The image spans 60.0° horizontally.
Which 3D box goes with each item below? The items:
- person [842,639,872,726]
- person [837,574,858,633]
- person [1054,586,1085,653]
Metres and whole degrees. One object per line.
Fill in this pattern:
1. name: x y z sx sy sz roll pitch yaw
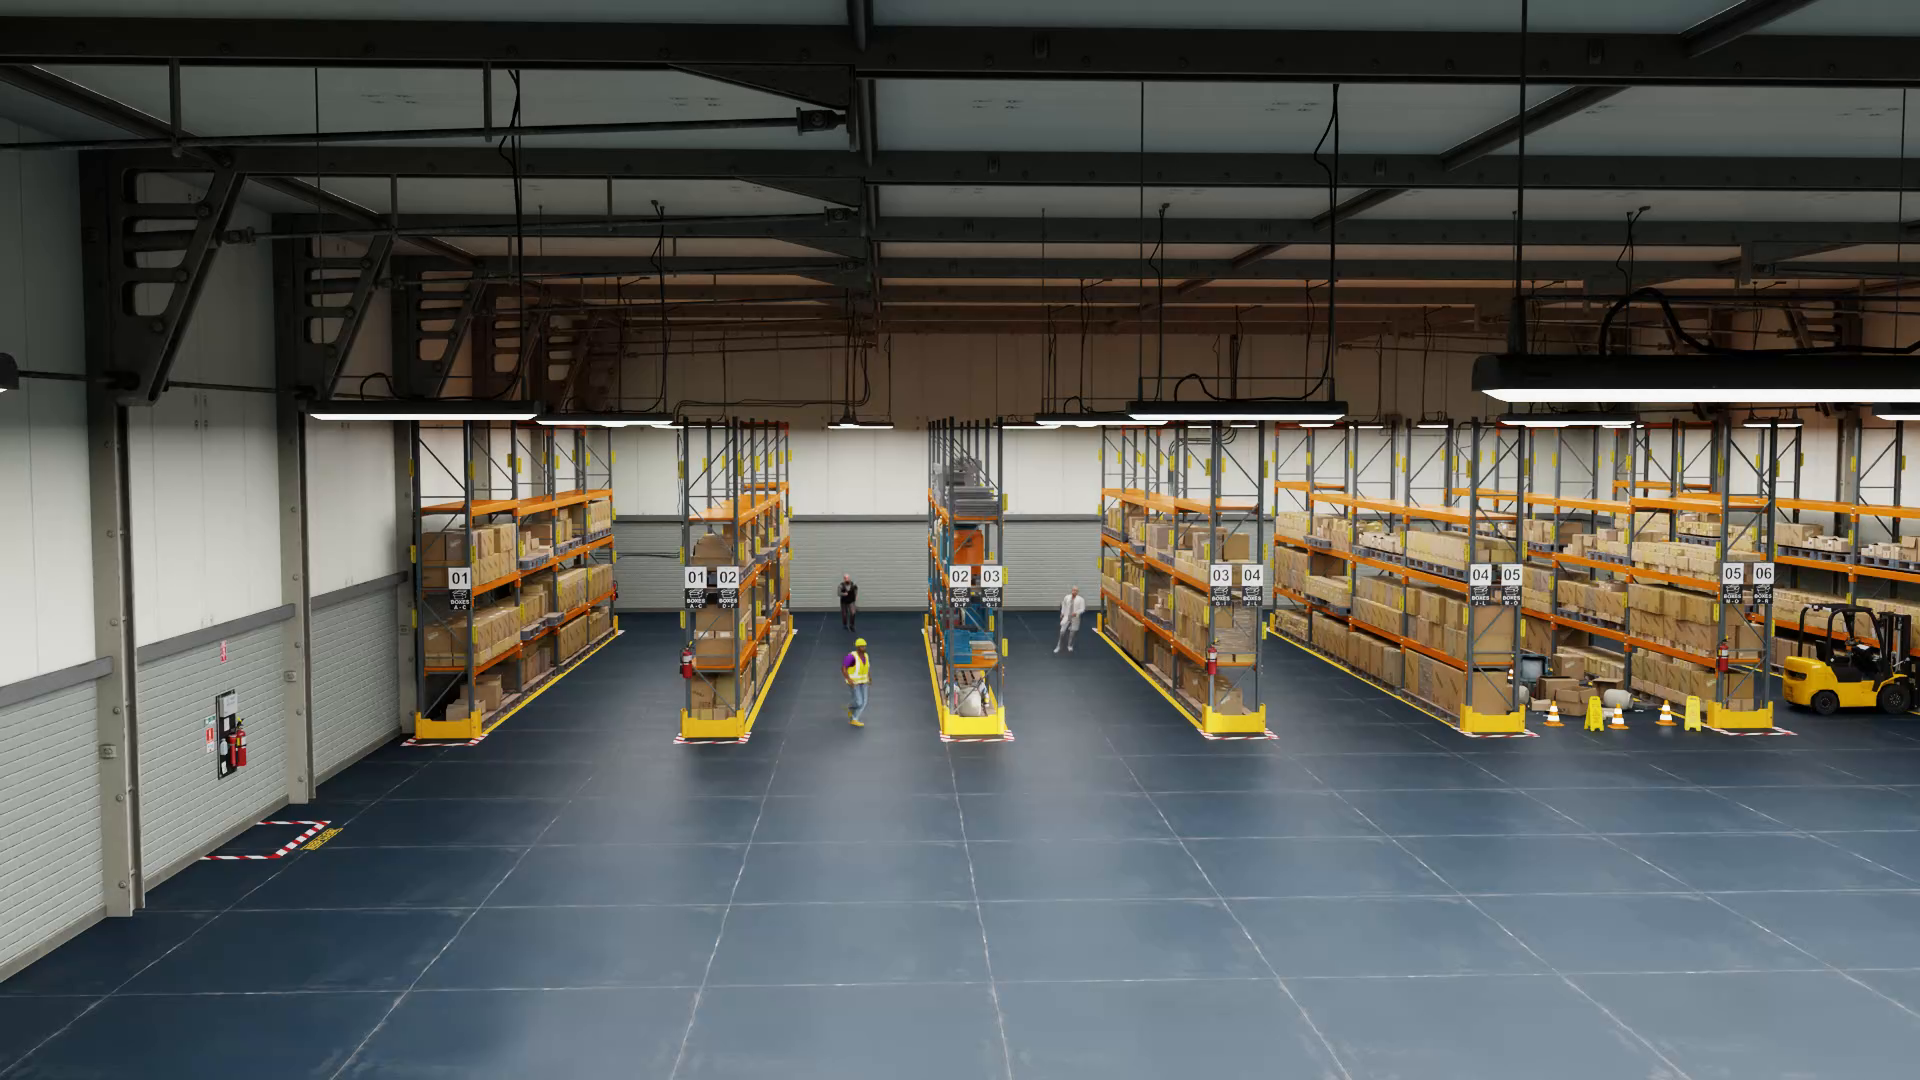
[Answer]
1. person: -2.030 2.763 32.401 0.699 1.702 0.590 -3 5 -40
2. person: -3.199 1.834 47.319 0.603 1.590 0.960 -1 4 -8
3. person: 2.843 2.088 42.770 0.780 1.620 0.859 1 4 16
